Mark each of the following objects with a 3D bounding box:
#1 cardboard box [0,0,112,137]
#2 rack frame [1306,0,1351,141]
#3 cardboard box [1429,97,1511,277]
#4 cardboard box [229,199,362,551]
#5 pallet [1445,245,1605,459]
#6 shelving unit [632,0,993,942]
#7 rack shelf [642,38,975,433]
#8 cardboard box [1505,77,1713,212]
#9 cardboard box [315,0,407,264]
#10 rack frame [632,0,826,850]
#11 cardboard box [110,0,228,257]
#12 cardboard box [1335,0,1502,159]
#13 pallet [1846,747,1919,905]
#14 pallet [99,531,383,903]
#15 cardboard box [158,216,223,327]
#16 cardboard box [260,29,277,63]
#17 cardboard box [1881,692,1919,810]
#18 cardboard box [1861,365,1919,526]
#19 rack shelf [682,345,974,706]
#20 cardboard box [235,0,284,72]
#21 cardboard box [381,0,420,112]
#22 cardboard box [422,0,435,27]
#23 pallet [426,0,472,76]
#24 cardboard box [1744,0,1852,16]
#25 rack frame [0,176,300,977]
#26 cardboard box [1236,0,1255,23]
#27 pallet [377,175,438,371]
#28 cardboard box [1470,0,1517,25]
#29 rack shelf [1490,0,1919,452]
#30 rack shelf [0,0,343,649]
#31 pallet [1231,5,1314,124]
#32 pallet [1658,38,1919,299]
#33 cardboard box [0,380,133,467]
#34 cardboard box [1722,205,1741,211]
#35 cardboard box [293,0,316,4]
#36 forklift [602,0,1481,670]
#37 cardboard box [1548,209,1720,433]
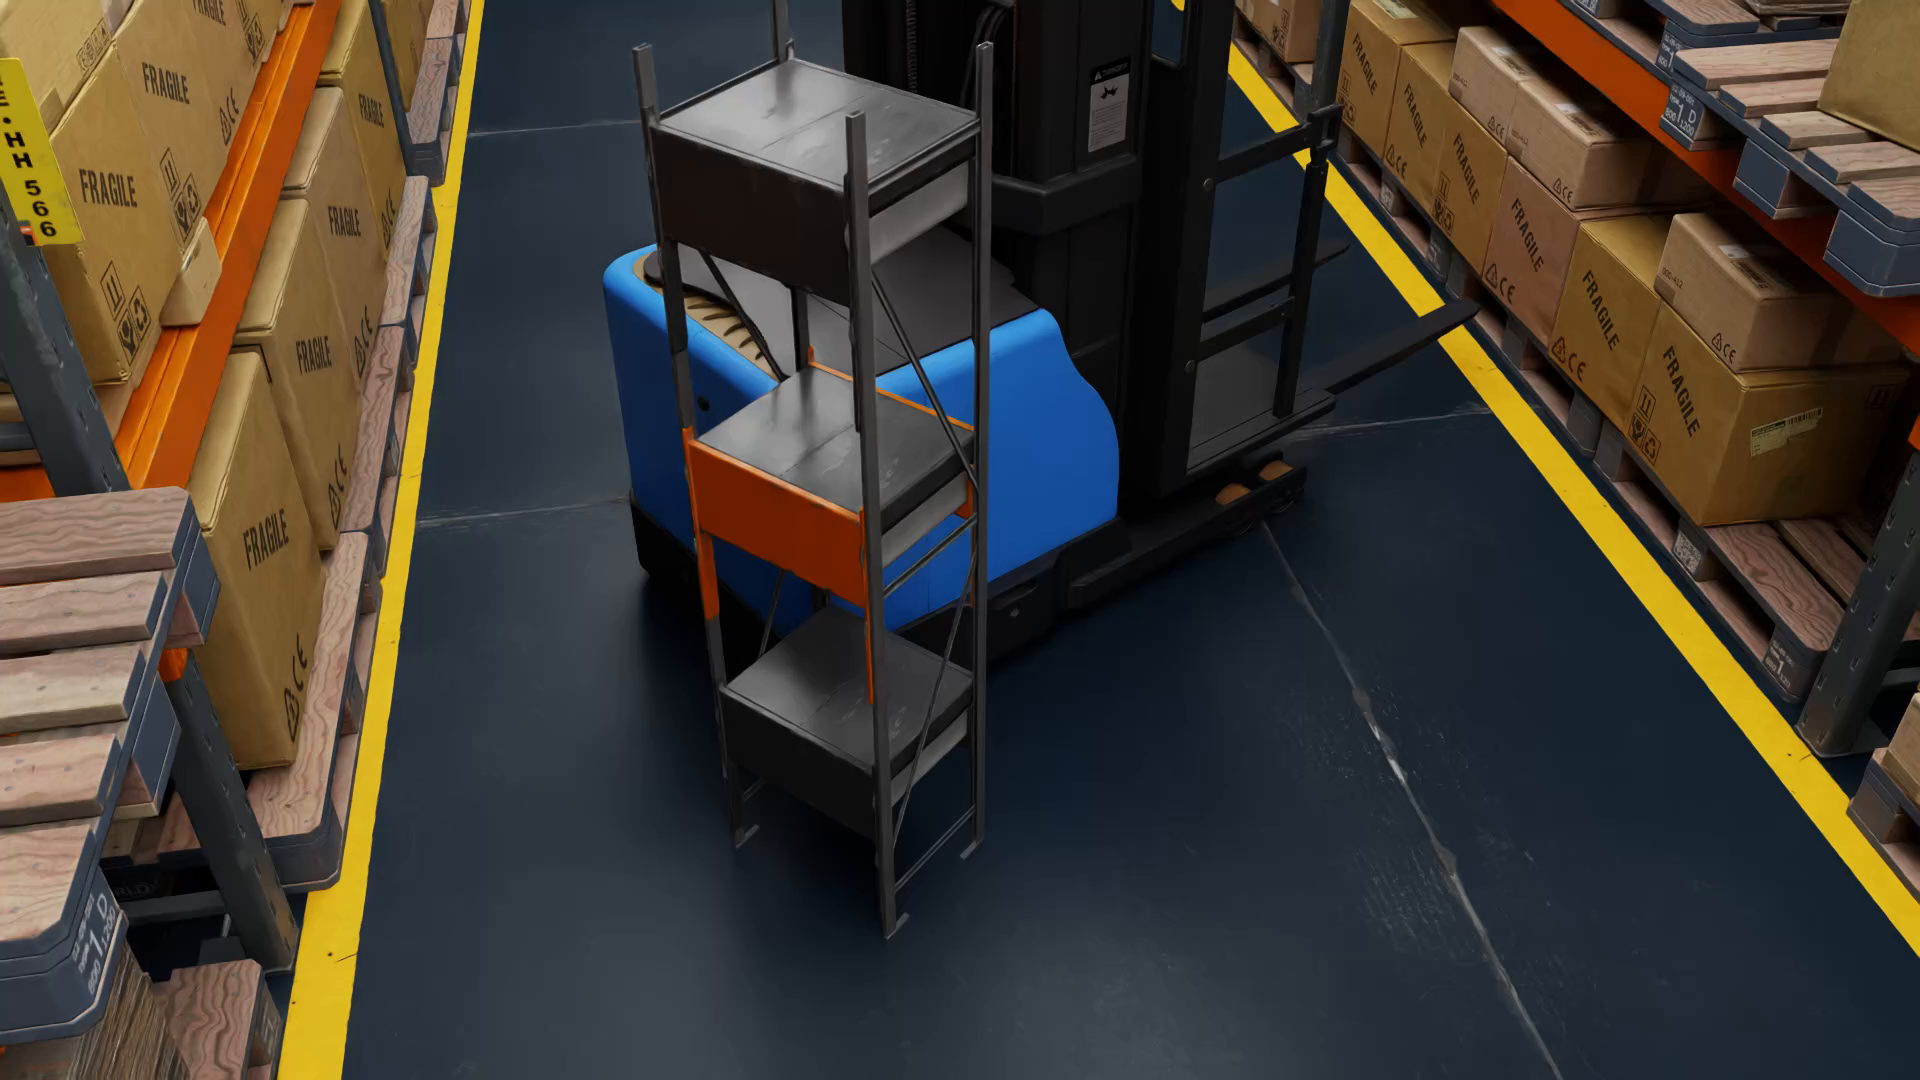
[{"bbox_3d":[-1.911,-0.924,3.043,0.500,0.250,0.500,-5,38,-7],"label":"cardboard box"},{"bbox_3d":[2.095,-3.095,6.789,1.000,3.000,0.127,-6,38,-8],"label":"rack frame"},{"bbox_3d":[2.124,-1.340,6.208,0.500,0.500,0.500,-6,38,-7],"label":"cardboard box"},{"bbox_3d":[-2.227,-0.449,4.793,0.750,0.750,0.750,-6,38,-8],"label":"cardboard box"},{"bbox_3d":[2.492,-0.768,6.067,1.003,0.211,1.213,-6,38,-8],"label":"pallet"},{"bbox_3d":[-0.260,-0.051,3.604,0.503,2.100,0.431,24,44,28],"label":"shelving unit"},{"bbox_3d":[-0.260,-0.593,3.182,0.480,0.518,0.431,24,44,28],"label":"rack shelf"},{"bbox_3d":[2.204,-1.352,5.614,0.500,0.250,0.500,-7,38,-9],"label":"cardboard box"},{"bbox_3d":[-2.539,-1.498,6.143,0.750,0.750,0.750,-6,38,-7],"label":"cardboard box"},{"bbox_3d":[-0.457,-0.140,3.717,0.015,2.100,0.400,24,44,28],"label":"rack frame"},{"bbox_3d":[-1.996,-0.947,3.684,0.500,0.500,0.500,-5,38,-6],"label":"cardboard box"},{"bbox_3d":[1.940,-1.963,7.011,0.500,0.500,0.500,-8,39,-10],"label":"cardboard box"},{"bbox_3d":[2.902,0.924,3.889,1.003,0.211,1.213,-6,38,-8],"label":"pallet"},{"bbox_3d":[-2.144,0.473,4.469,1.003,0.211,1.213,-6,38,-8],"label":"pallet"},{"bbox_3d":[-1.909,-0.599,3.765,0.380,0.149,0.250,-5,38,-7],"label":"cardboard box"},{"bbox_3d":[-2.264,-1.523,4.954,0.380,0.149,0.250,-7,38,-9],"label":"cardboard box"},{"bbox_3d":[2.599,0.589,3.946,0.500,0.250,0.500,-6,38,-8],"label":"cardboard box"},{"bbox_3d":[2.998,-0.171,4.704,0.500,0.500,0.500,-5,38,-6],"label":"cardboard box"},{"bbox_3d":[-0.260,-0.040,3.612,0.480,0.518,0.431,24,44,28],"label":"rack shelf"},{"bbox_3d":[-2.181,-1.561,4.473,0.500,0.500,0.500,-5,38,-7],"label":"cardboard box"},{"bbox_3d":[-2.812,-2.201,7.334,0.700,0.500,0.500,-6,38,-7],"label":"cardboard box"},{"bbox_3d":[-2.984,-2.815,8.124,0.700,0.500,0.500,-5,38,-7],"label":"cardboard box"},{"bbox_3d":[-3.055,-2.665,8.508,1.003,0.211,1.213,-6,38,-8],"label":"pallet"},{"bbox_3d":[2.602,-1.826,4.731,0.700,0.500,0.500,0,38,1],"label":"cardboard box"},{"bbox_3d":[-2.080,-0.144,2.990,1.000,3.000,0.127,-6,38,-8],"label":"rack frame"},{"bbox_3d":[1.591,-2.677,8.215,0.380,0.149,0.250,-6,38,-8],"label":"cardboard box"},{"bbox_3d":[-2.572,-1.001,6.366,1.003,0.211,1.213,-6,38,-8],"label":"pallet"},{"bbox_3d":[2.464,-2.014,7.077,0.500,0.500,0.500,-6,38,-8],"label":"cardboard box"},{"bbox_3d":[2.446,-1.603,5.455,1.077,0.370,4.000,-6,38,-8],"label":"rack shelf"},{"bbox_3d":[-2.431,-1.068,4.766,1.077,0.370,4.000,-6,38,-8],"label":"rack shelf"},{"bbox_3d":[1.975,-2.409,8.178,1.003,0.211,1.213,-6,38,-8],"label":"pallet"},{"bbox_3d":[2.608,-1.005,4.255,1.213,0.211,1.003,-6,38,-8],"label":"pallet"},{"bbox_3d":[-1.910,-0.276,3.349,0.380,0.149,0.250,-7,38,-9],"label":"cardboard box"},{"bbox_3d":[2.817,-0.790,5.501,0.500,0.500,0.500,-7,38,-9],"label":"cardboard box"},{"bbox_3d":[-2.271,-1.830,5.350,0.380,0.149,0.250,-6,38,-8],"label":"cardboard box"},{"bbox_3d":[0.486,-1.398,4.660,3.031,2.935,1.130,-26,45,-30],"label":"forklift"},{"bbox_3d":[2.311,-0.718,5.408,0.500,0.500,0.500,-8,38,-10],"label":"cardboard box"}]
